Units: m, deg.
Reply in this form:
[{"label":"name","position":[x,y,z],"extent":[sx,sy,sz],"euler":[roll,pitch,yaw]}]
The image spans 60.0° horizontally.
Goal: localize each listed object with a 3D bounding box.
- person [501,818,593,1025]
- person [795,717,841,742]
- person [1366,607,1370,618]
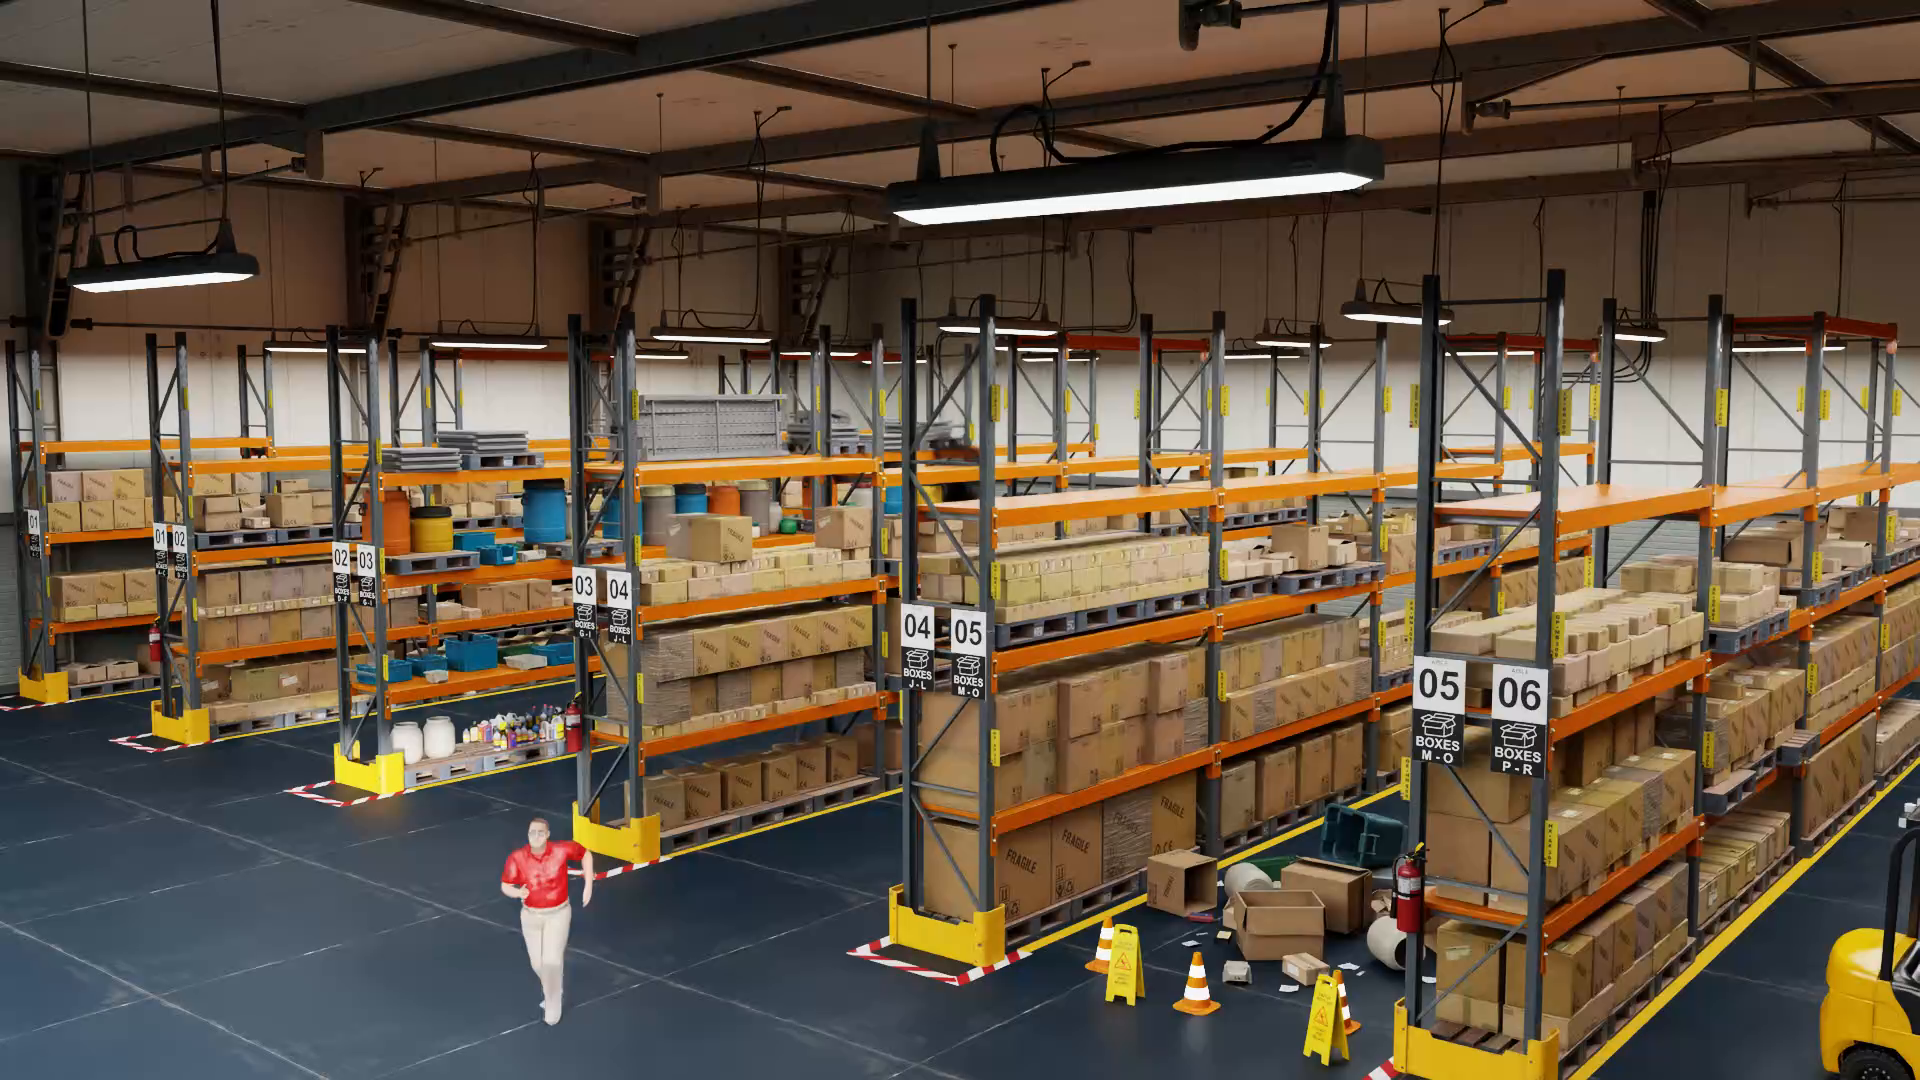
[{"label":"person","position":[-3.372,3.094,13.569],"extent":[0.694,1.719,0.828],"euler":[0,5,-4]},{"label":"person","position":[-2.055,2.138,23.576],"extent":[0.693,1.778,0.946],"euler":[4,6,35]},{"label":"person","position":[6.689,1.936,26.818],"extent":[0.552,1.737,0.845],"euler":[4,7,39]}]
